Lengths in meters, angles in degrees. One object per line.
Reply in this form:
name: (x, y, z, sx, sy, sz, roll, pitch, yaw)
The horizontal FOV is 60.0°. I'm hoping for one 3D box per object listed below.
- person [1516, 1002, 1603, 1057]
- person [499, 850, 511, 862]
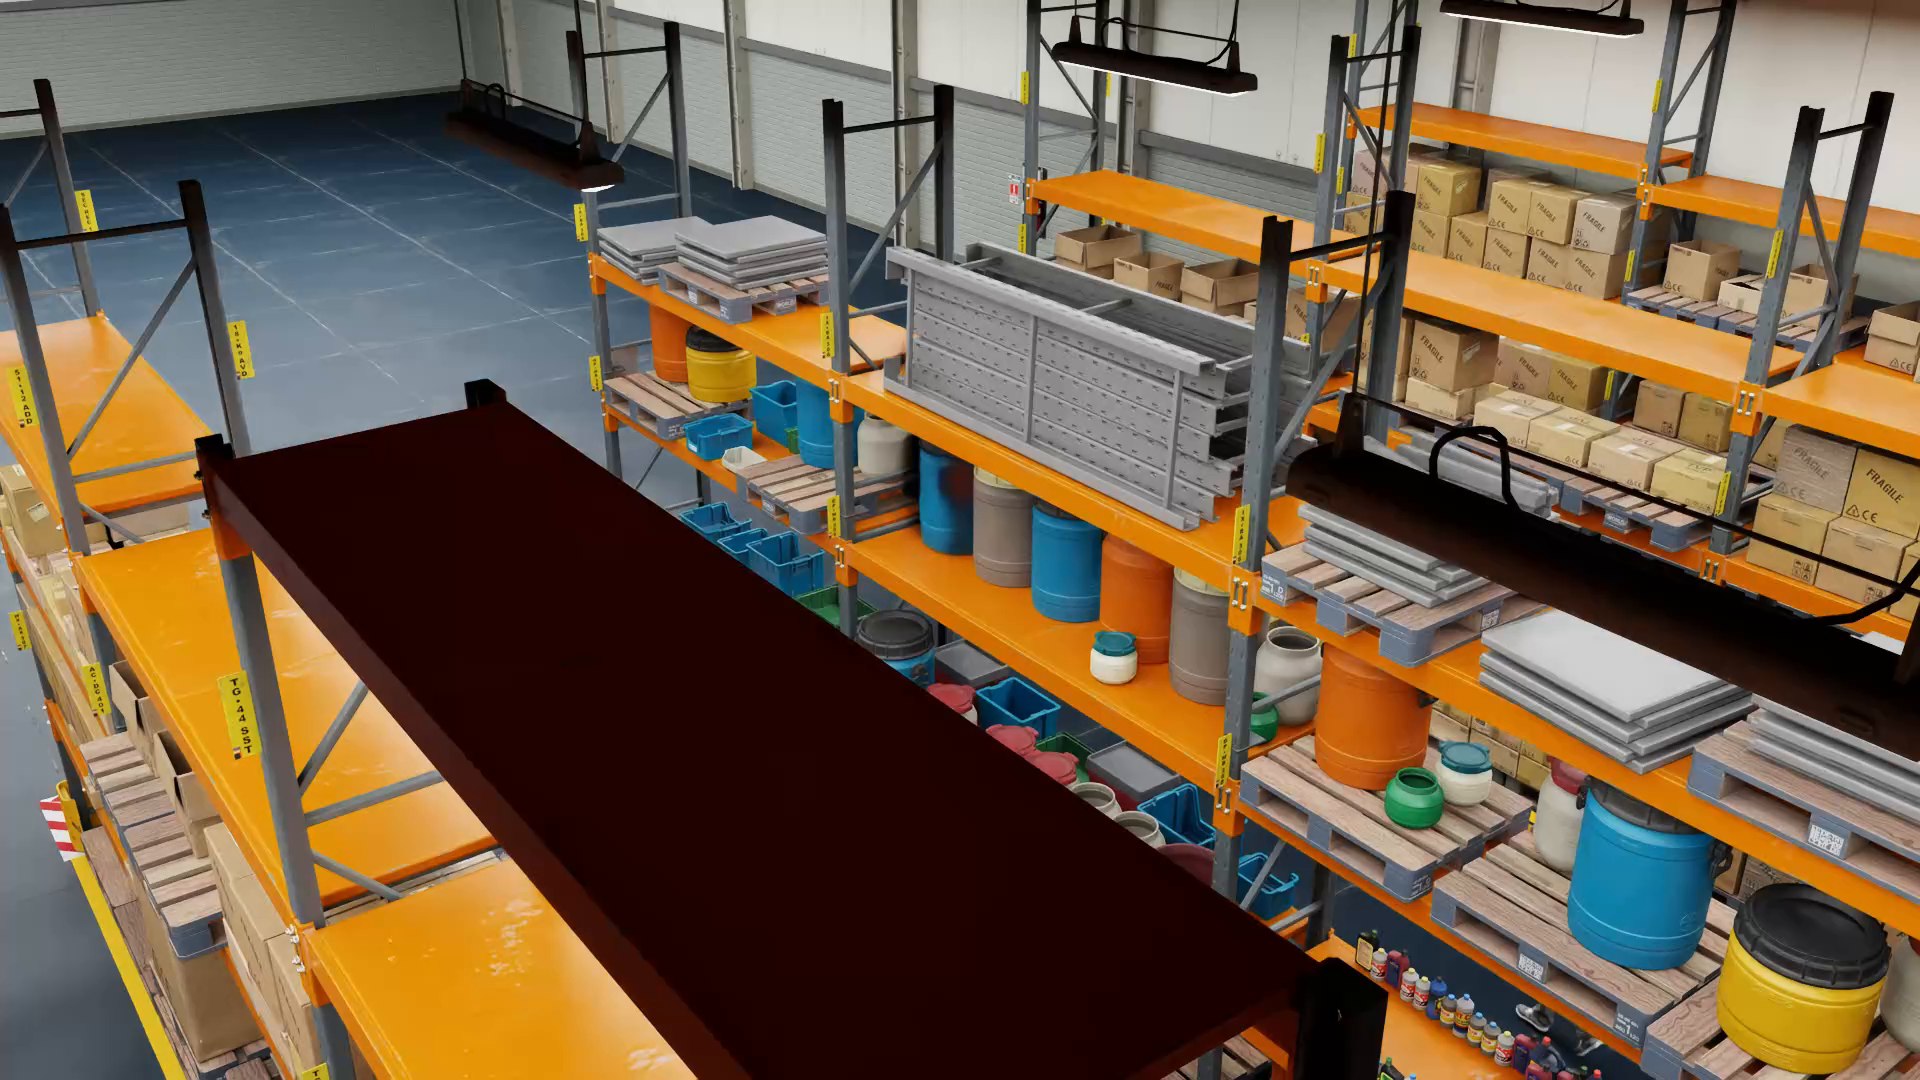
person: (4.136, 2.739, 11.171, 0.449, 1.554, 0.703, -21, 32, -37)
person: (-2.815, 2.711, 11.202, 0.531, 1.749, 0.611, -5, 25, -10)
